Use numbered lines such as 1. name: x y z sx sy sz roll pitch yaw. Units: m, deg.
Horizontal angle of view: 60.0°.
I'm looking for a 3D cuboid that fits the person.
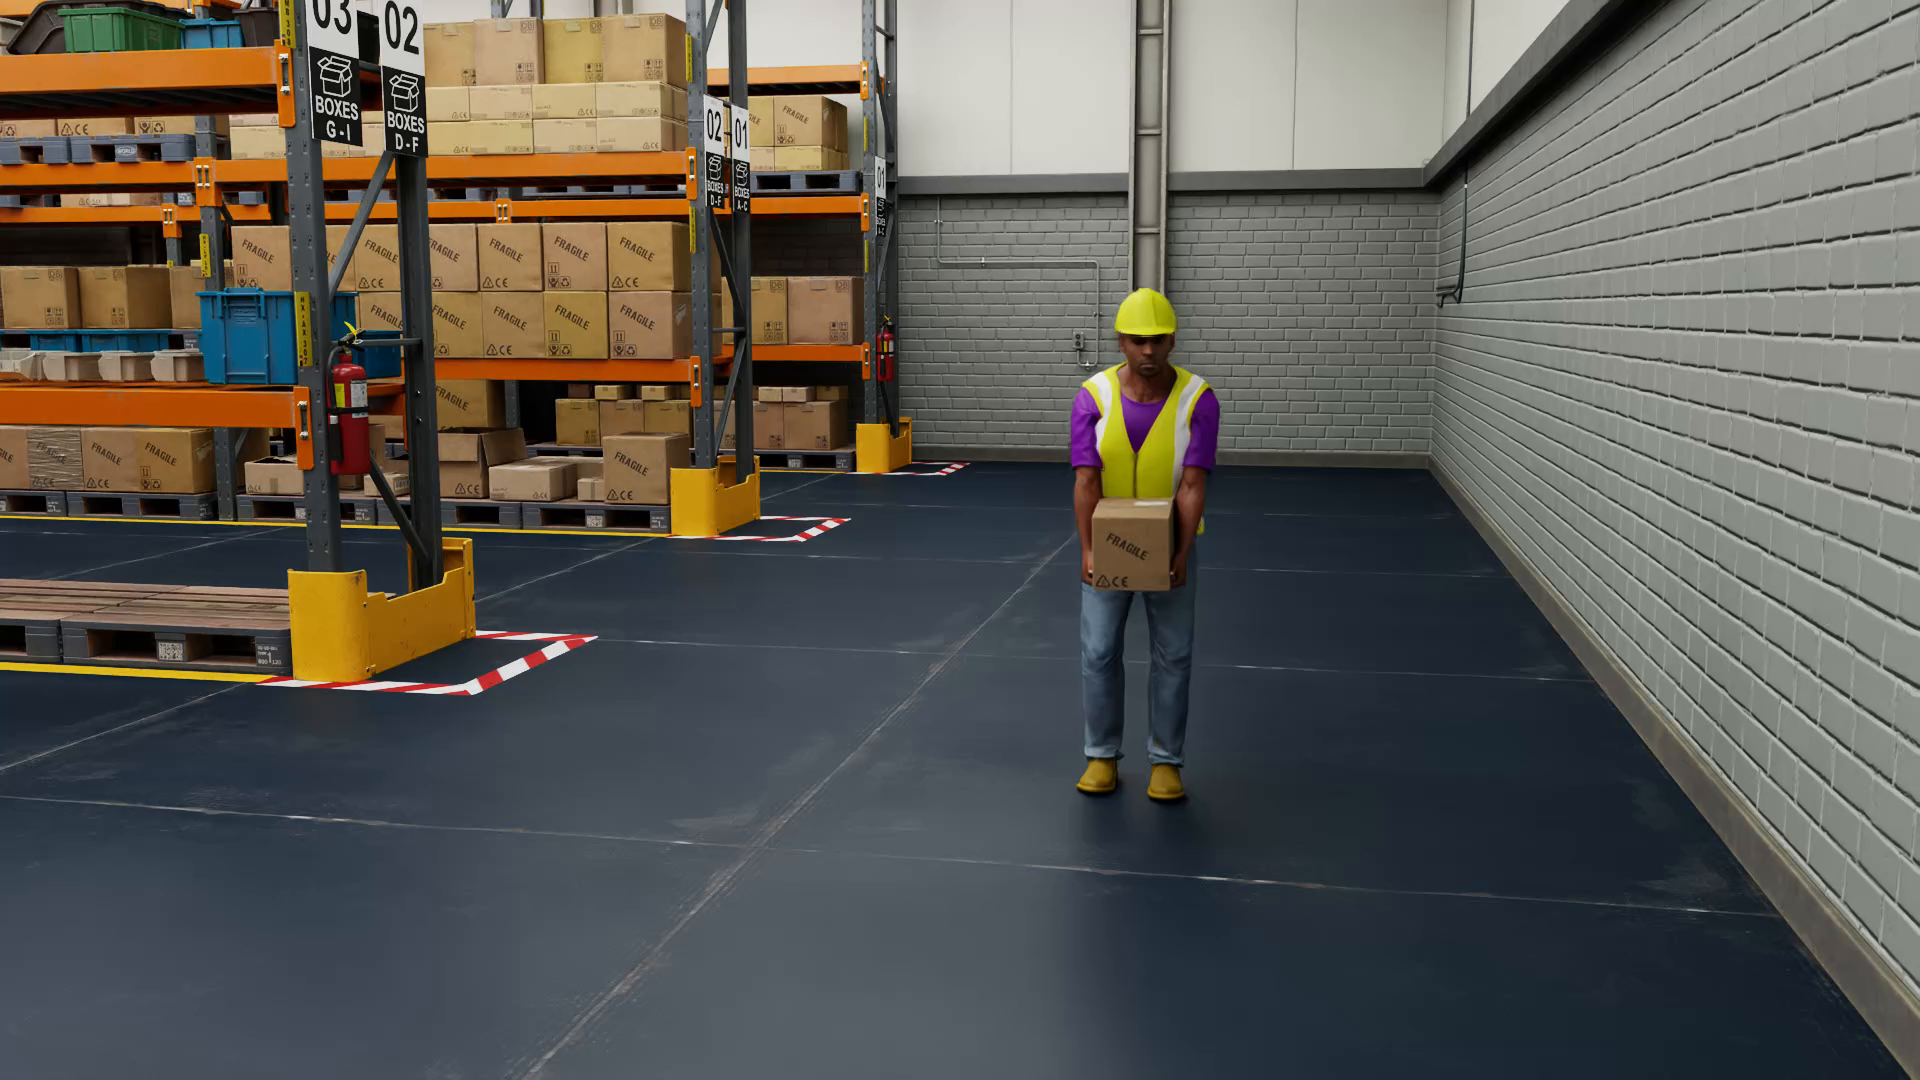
1. person: 0.624 0.022 5.674 0.497 1.736 0.600 1 8 10
